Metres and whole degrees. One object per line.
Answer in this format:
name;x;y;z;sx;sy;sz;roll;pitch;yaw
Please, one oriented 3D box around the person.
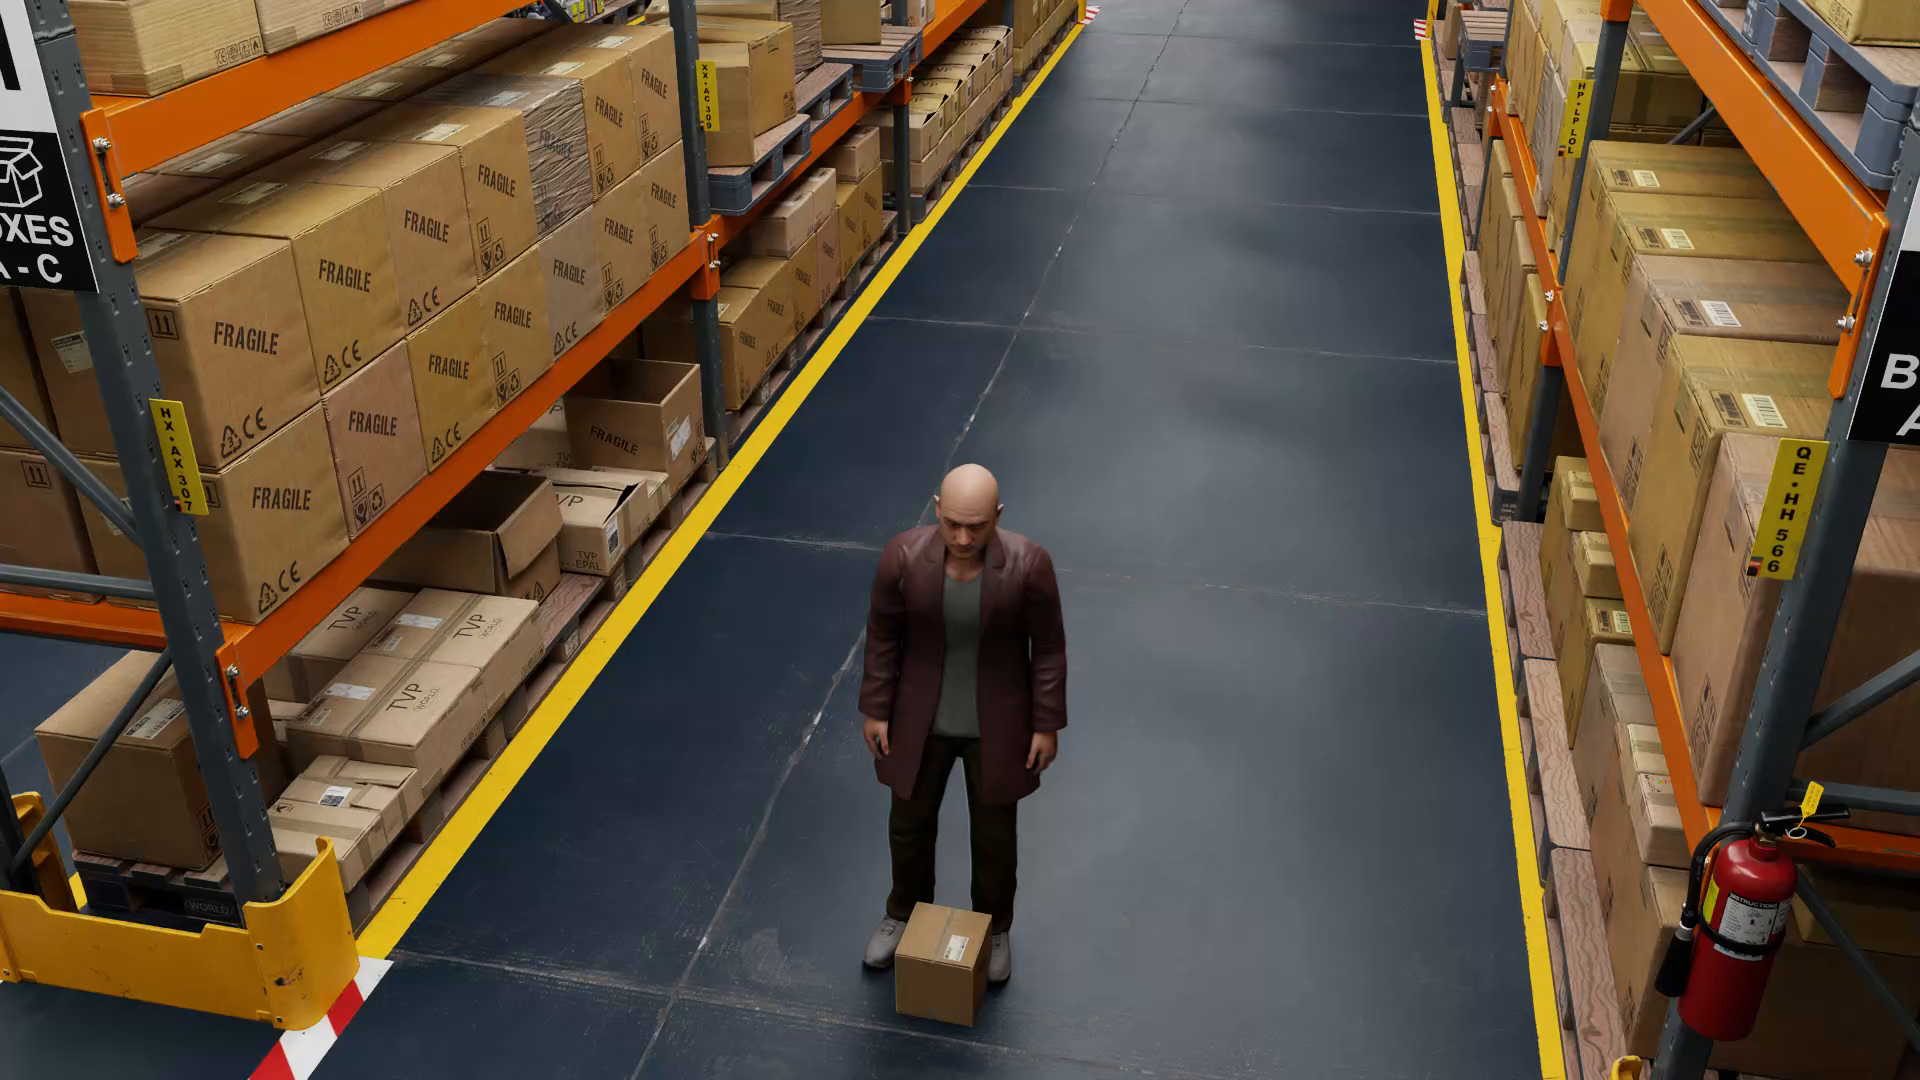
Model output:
person;0.007;0.556;5.114;0.648;1.772;0.429;4;29;8
